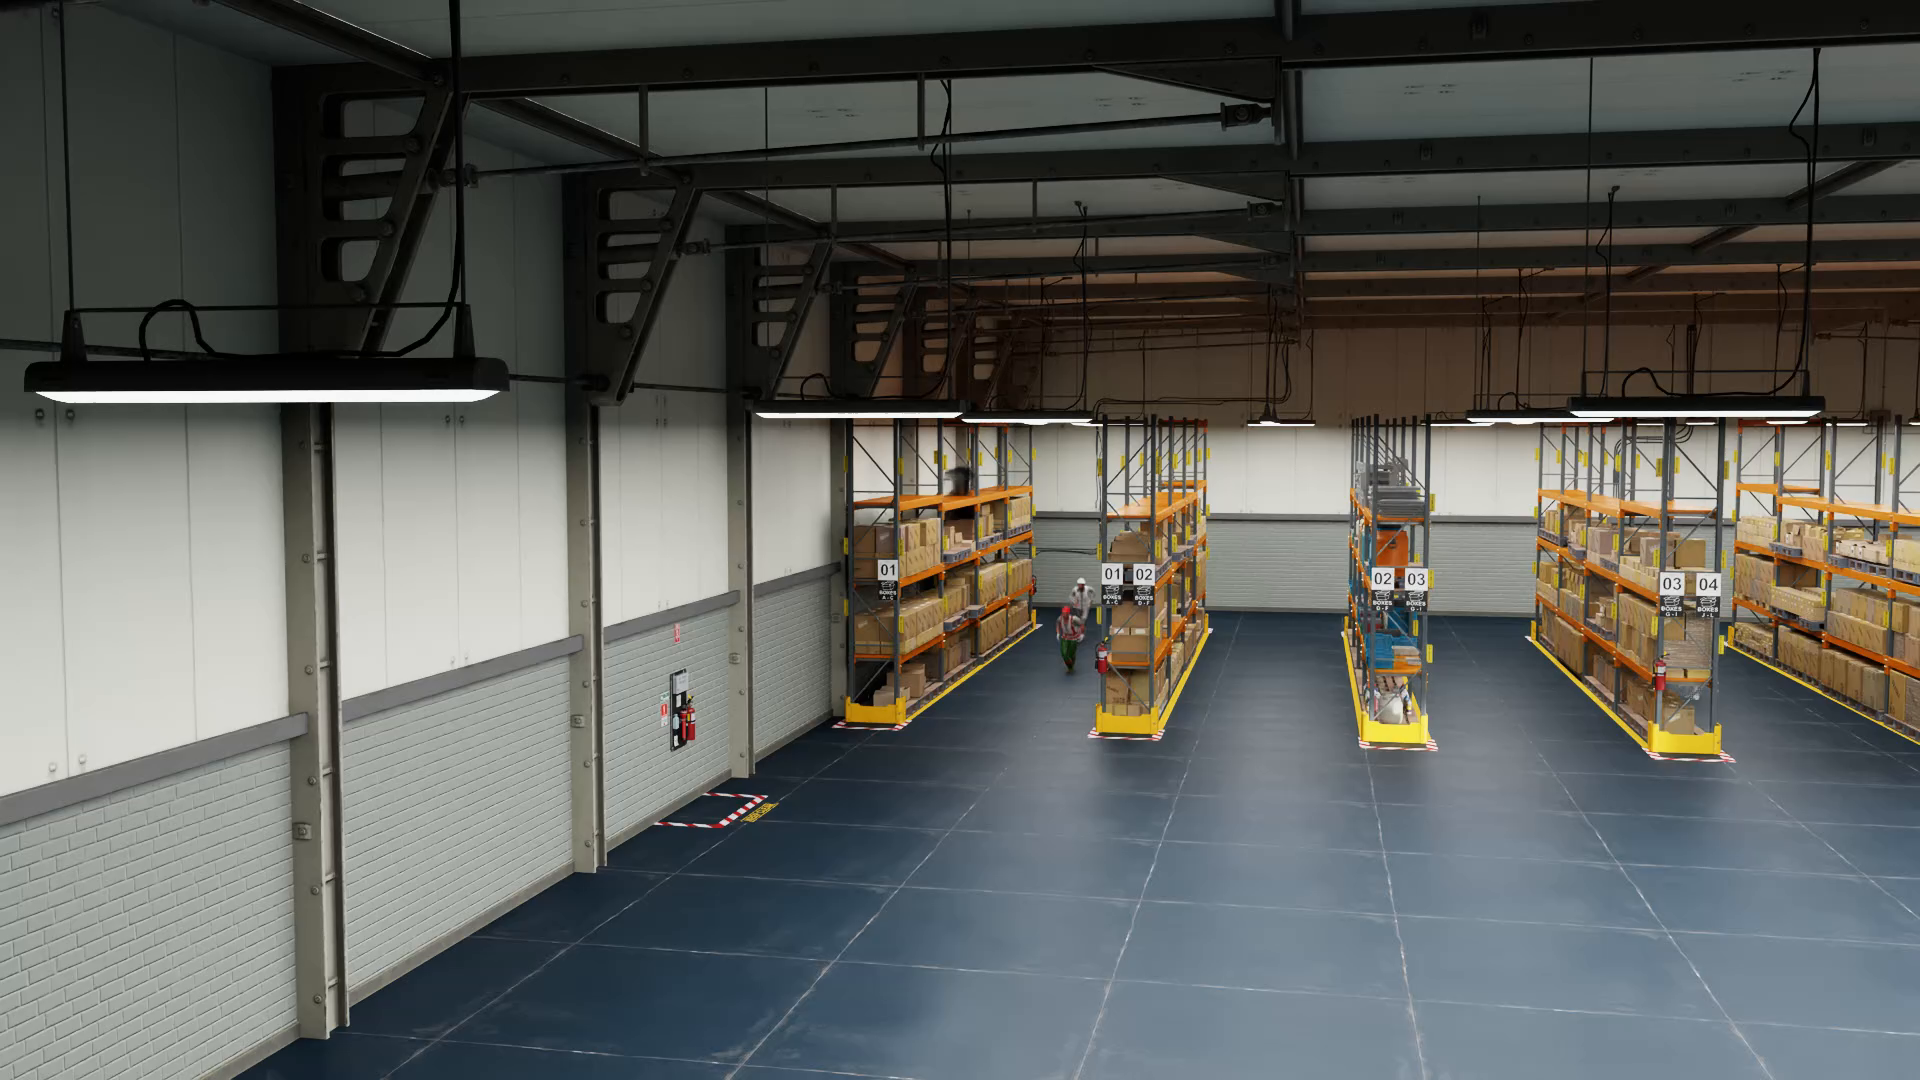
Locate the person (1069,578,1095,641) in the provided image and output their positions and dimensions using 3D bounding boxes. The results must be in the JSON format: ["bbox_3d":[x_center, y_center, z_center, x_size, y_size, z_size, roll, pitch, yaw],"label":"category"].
[{"bbox_3d":[3.326,1.867,45.442,0.696,1.734,1.034,0,4,1],"label":"person"}]

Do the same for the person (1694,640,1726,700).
[{"bbox_3d":[15.902,2.543,35.275,0.604,1.630,0.931,1,4,20],"label":"person"}]

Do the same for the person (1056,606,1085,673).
[{"bbox_3d":[2.592,2.327,38.951,0.675,1.609,0.927,1,4,19],"label":"person"}]
